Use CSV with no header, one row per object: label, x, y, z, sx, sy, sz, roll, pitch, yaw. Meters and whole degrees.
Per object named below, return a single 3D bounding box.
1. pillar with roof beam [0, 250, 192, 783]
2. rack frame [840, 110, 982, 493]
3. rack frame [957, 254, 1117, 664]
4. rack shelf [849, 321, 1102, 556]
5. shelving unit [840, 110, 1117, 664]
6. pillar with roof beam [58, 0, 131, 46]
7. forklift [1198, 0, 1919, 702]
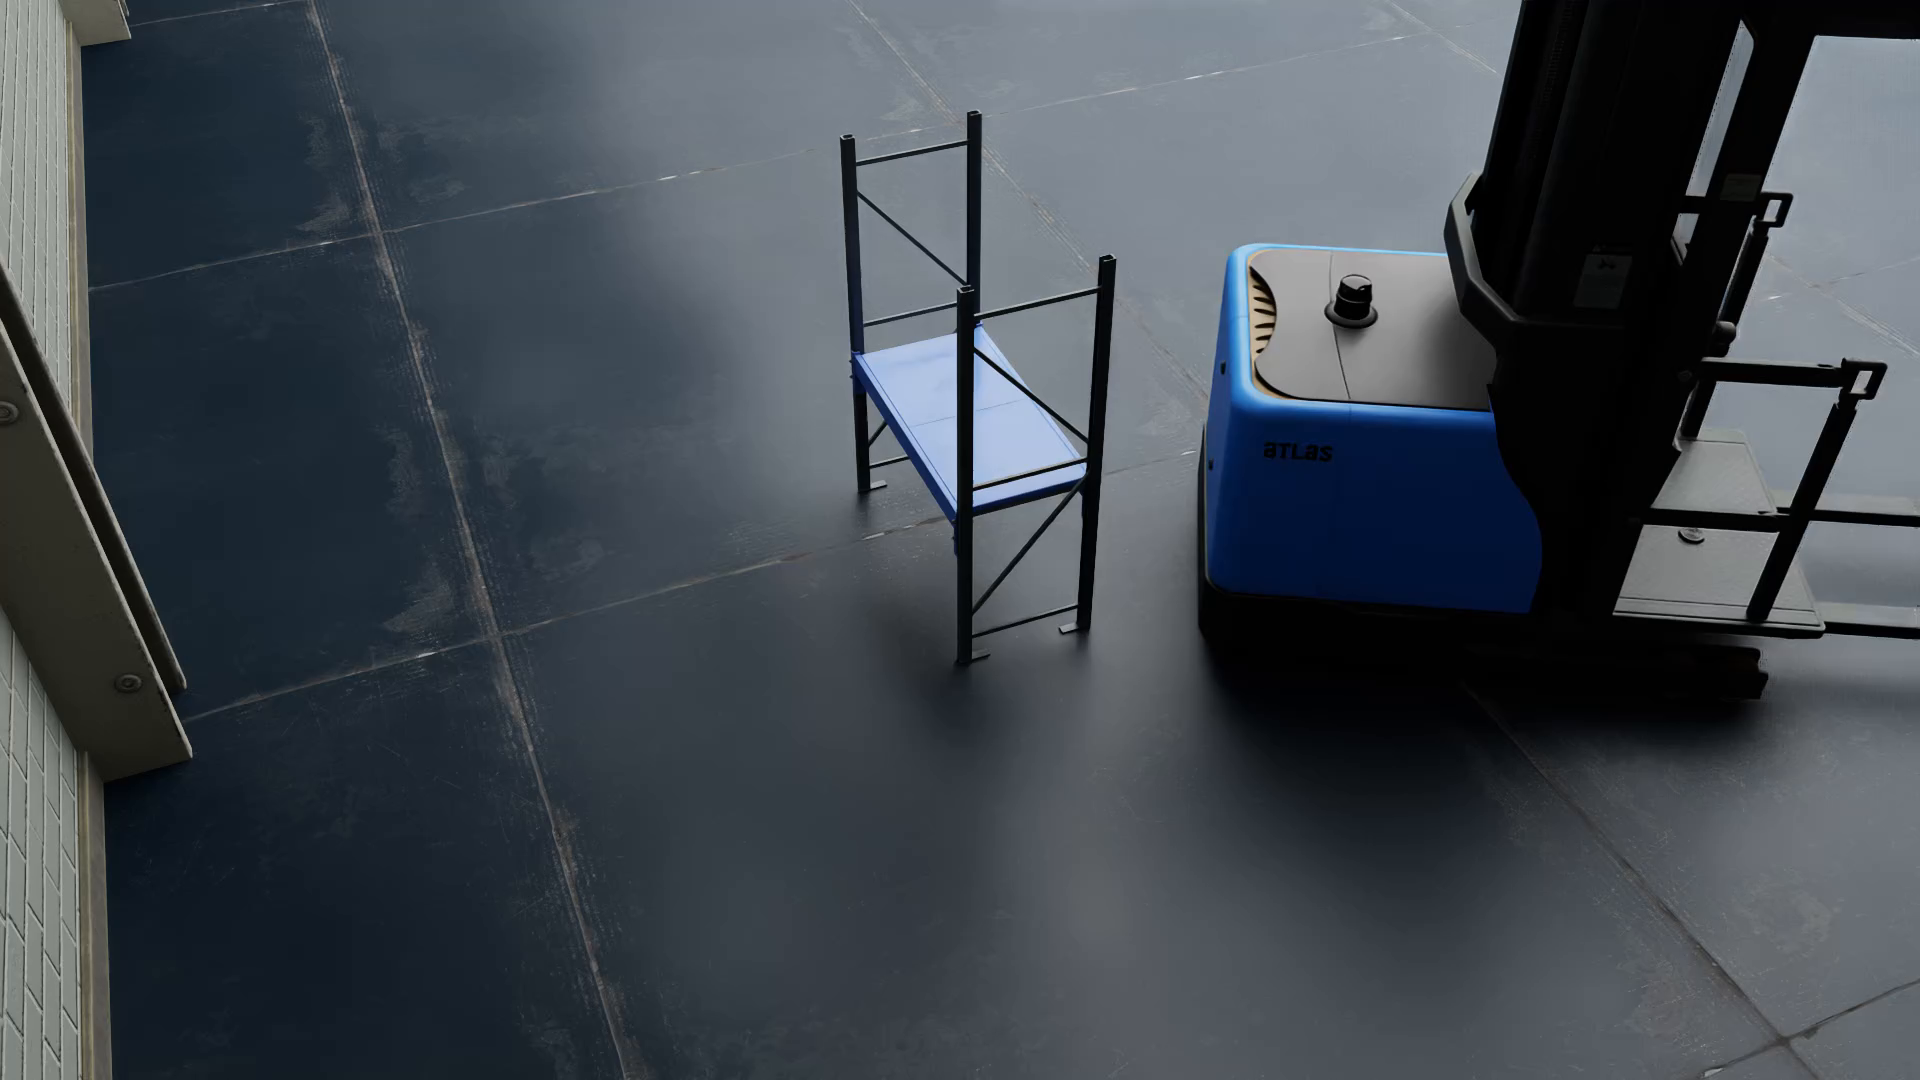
pillar with roof beam,1.256,-3.855,3.831,9.100,9.000,0.400,-15,43,-17
rack frame,-0.162,-0.824,6.057,0.500,1.500,0.032,-15,43,-17
rack frame,0.227,-0.211,5.345,0.500,1.500,0.032,-15,43,-17
rack shelf,0.033,-0.381,5.819,0.538,0.185,1.000,-15,43,-17
shelving unit,0.033,-0.517,5.701,0.538,1.500,1.048,-15,43,-17
pillar with roof beam,-1.040,-7.469,8.034,9.100,9.000,0.400,-15,43,-17
forklift,2.381,-0.931,5.084,3.031,2.935,1.130,4,41,5
